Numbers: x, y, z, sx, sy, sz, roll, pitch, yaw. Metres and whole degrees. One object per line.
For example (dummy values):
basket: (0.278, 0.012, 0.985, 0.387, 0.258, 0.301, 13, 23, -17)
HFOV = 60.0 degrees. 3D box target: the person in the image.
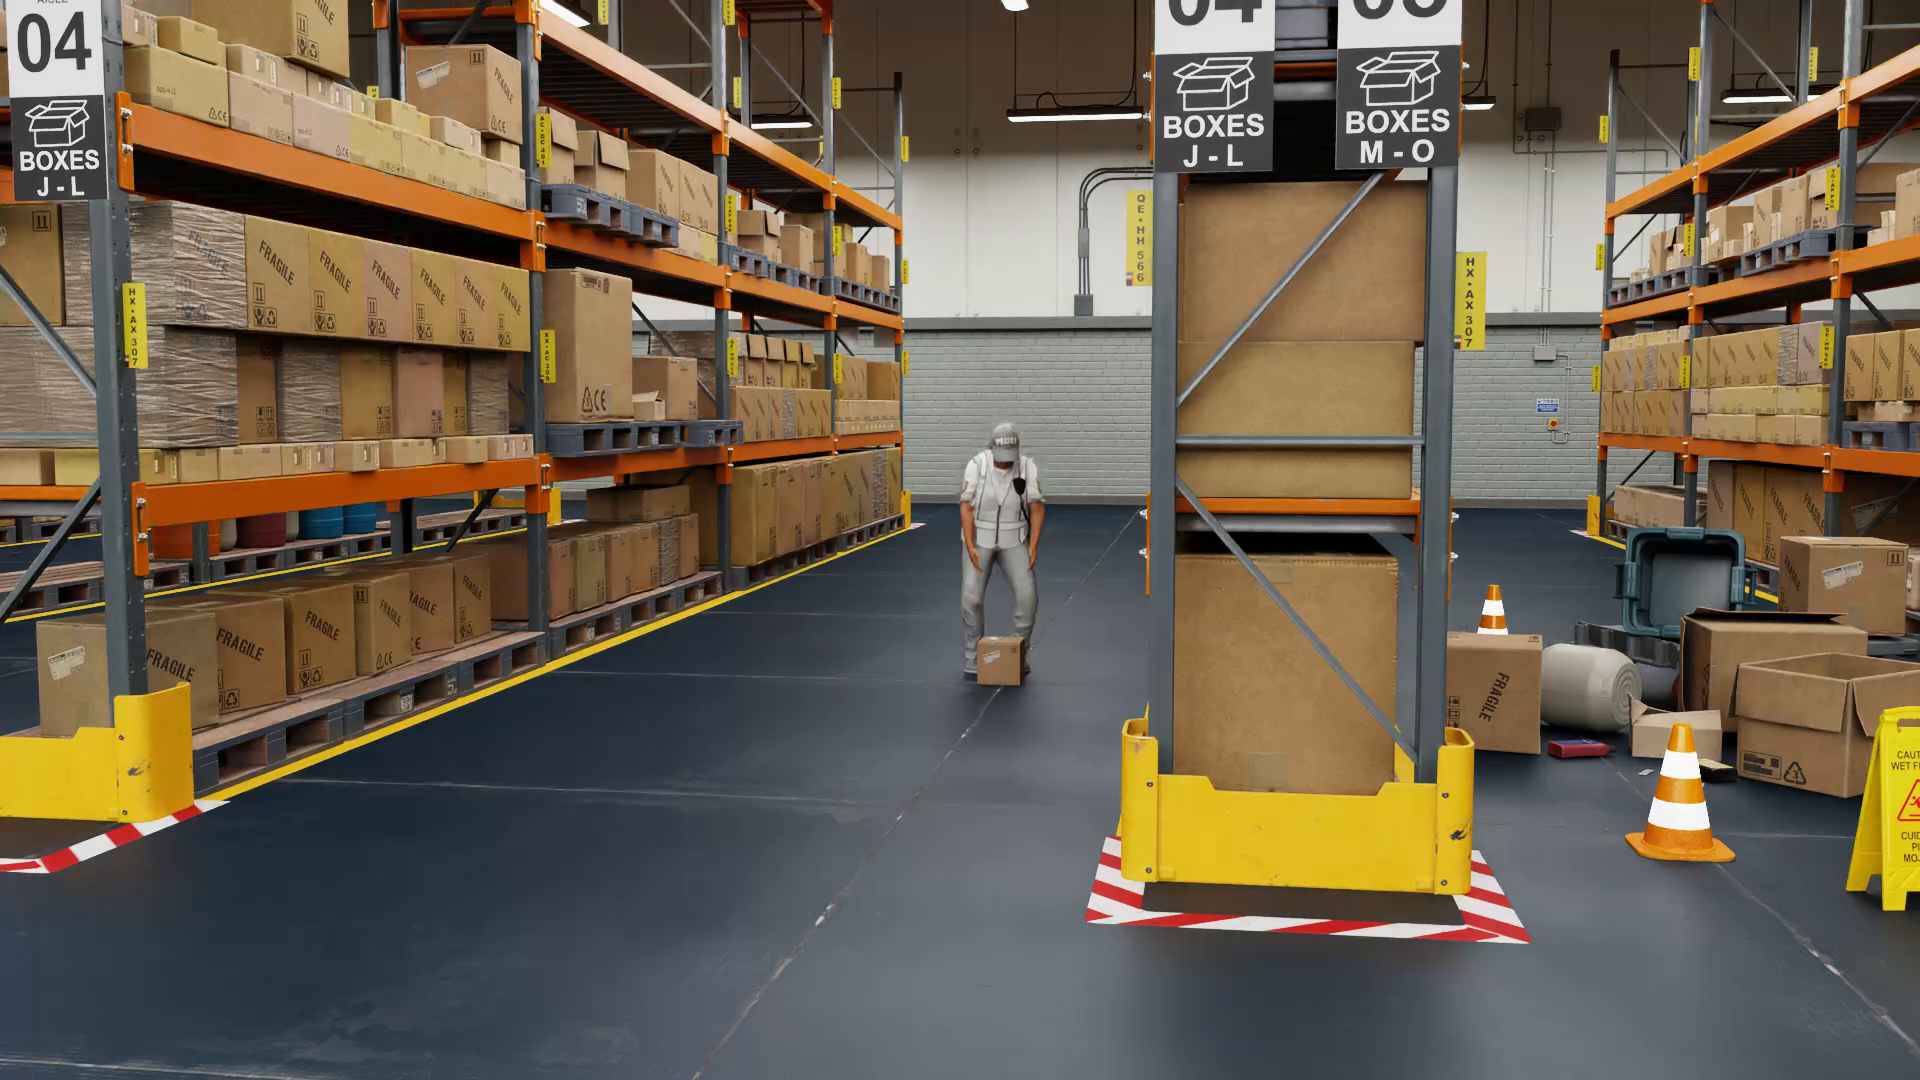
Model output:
person: (0.260, 0.054, 10.196, 0.522, 1.523, 0.611, 0, 5, -1)
